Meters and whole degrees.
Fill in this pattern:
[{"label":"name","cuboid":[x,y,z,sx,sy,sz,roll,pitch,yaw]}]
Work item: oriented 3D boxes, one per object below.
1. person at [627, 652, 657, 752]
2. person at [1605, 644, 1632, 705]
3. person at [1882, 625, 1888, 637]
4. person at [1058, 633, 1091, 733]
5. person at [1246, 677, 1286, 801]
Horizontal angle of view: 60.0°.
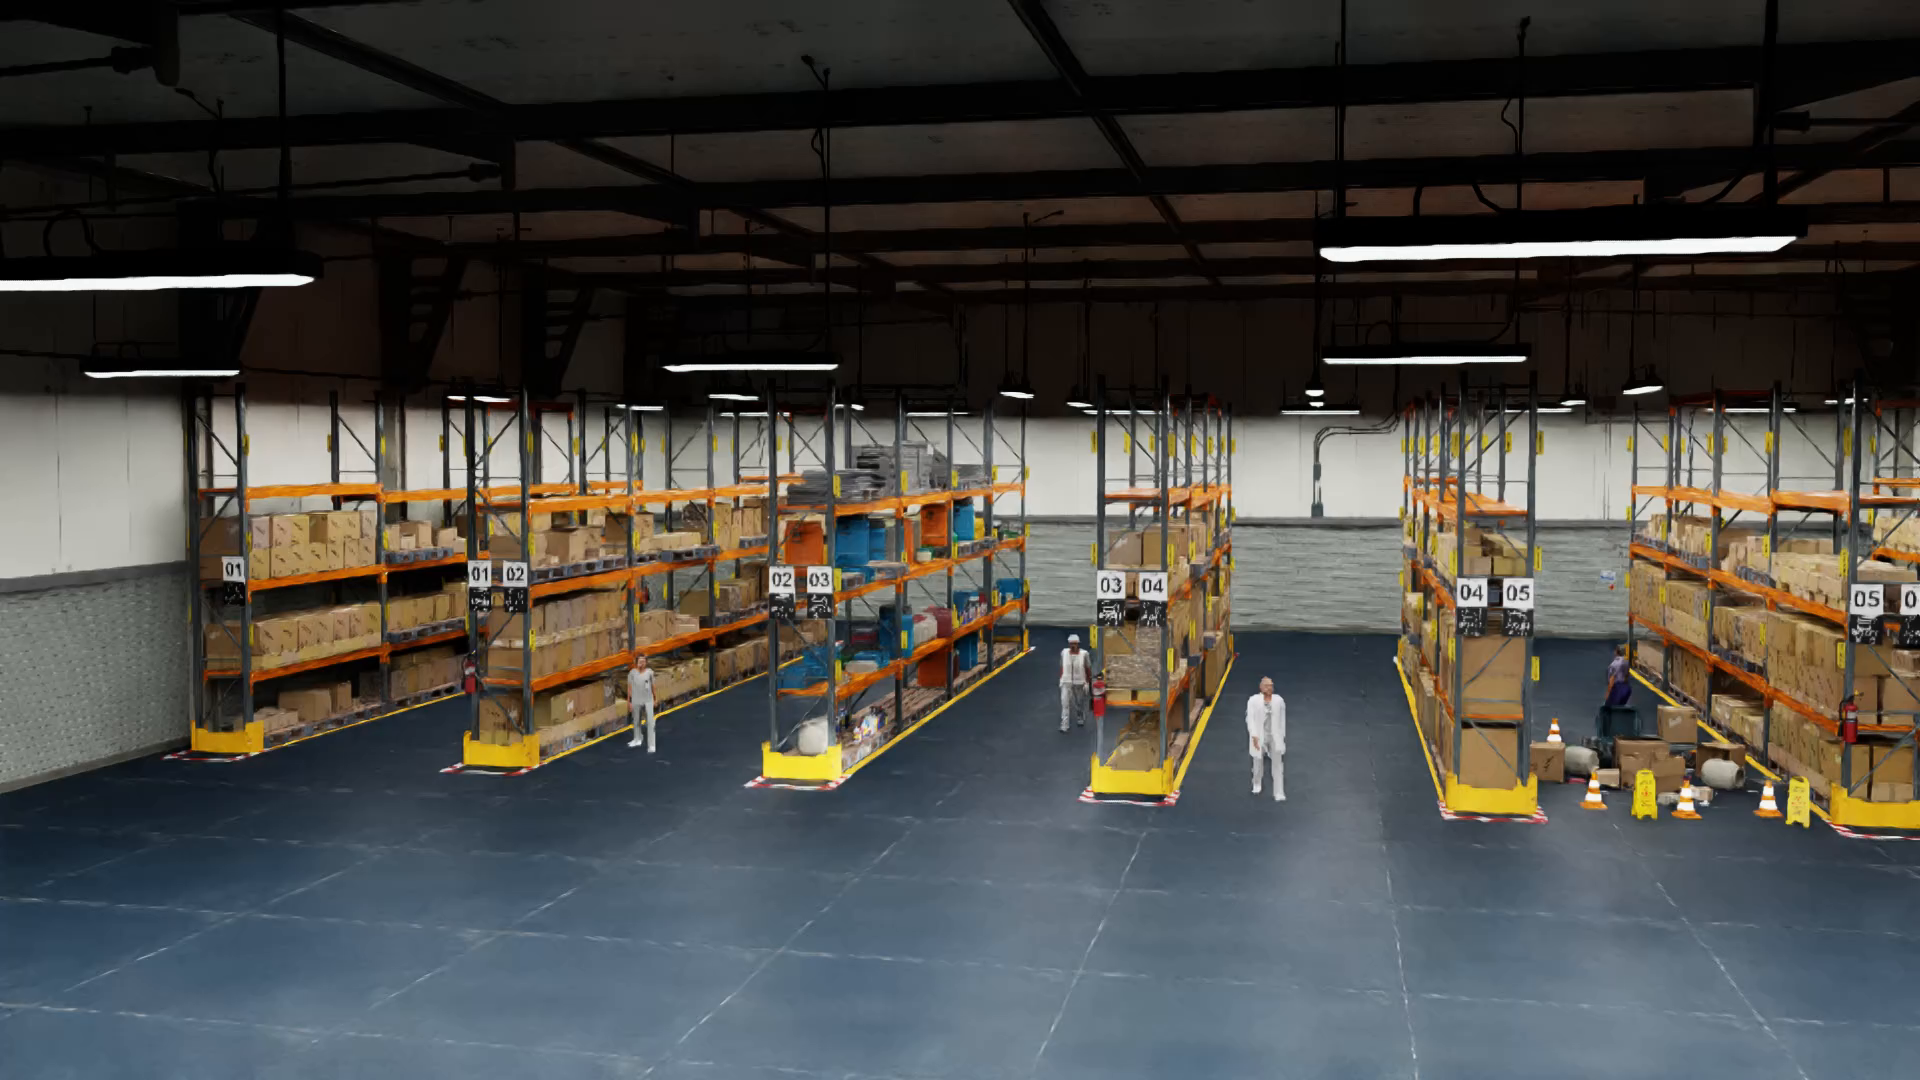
[{"label":"person","cuboid":[-5.208,2.638,27.231,0.483,1.622,0.950,-1,3,-10]},{"label":"person","cuboid":[11.086,2.644,28.097,0.563,1.455,0.593,3,4,41]},{"label":"person","cuboid":[18.030,2.253,32.899,0.613,1.735,1.016,2,4,28]},{"label":"person","cuboid":[2.000,2.475,29.036,0.563,1.707,1.127,1,3,10]},{"label":"person","cuboid":[4.318,2.785,23.464,0.580,1.715,1.104,0,3,4]}]
